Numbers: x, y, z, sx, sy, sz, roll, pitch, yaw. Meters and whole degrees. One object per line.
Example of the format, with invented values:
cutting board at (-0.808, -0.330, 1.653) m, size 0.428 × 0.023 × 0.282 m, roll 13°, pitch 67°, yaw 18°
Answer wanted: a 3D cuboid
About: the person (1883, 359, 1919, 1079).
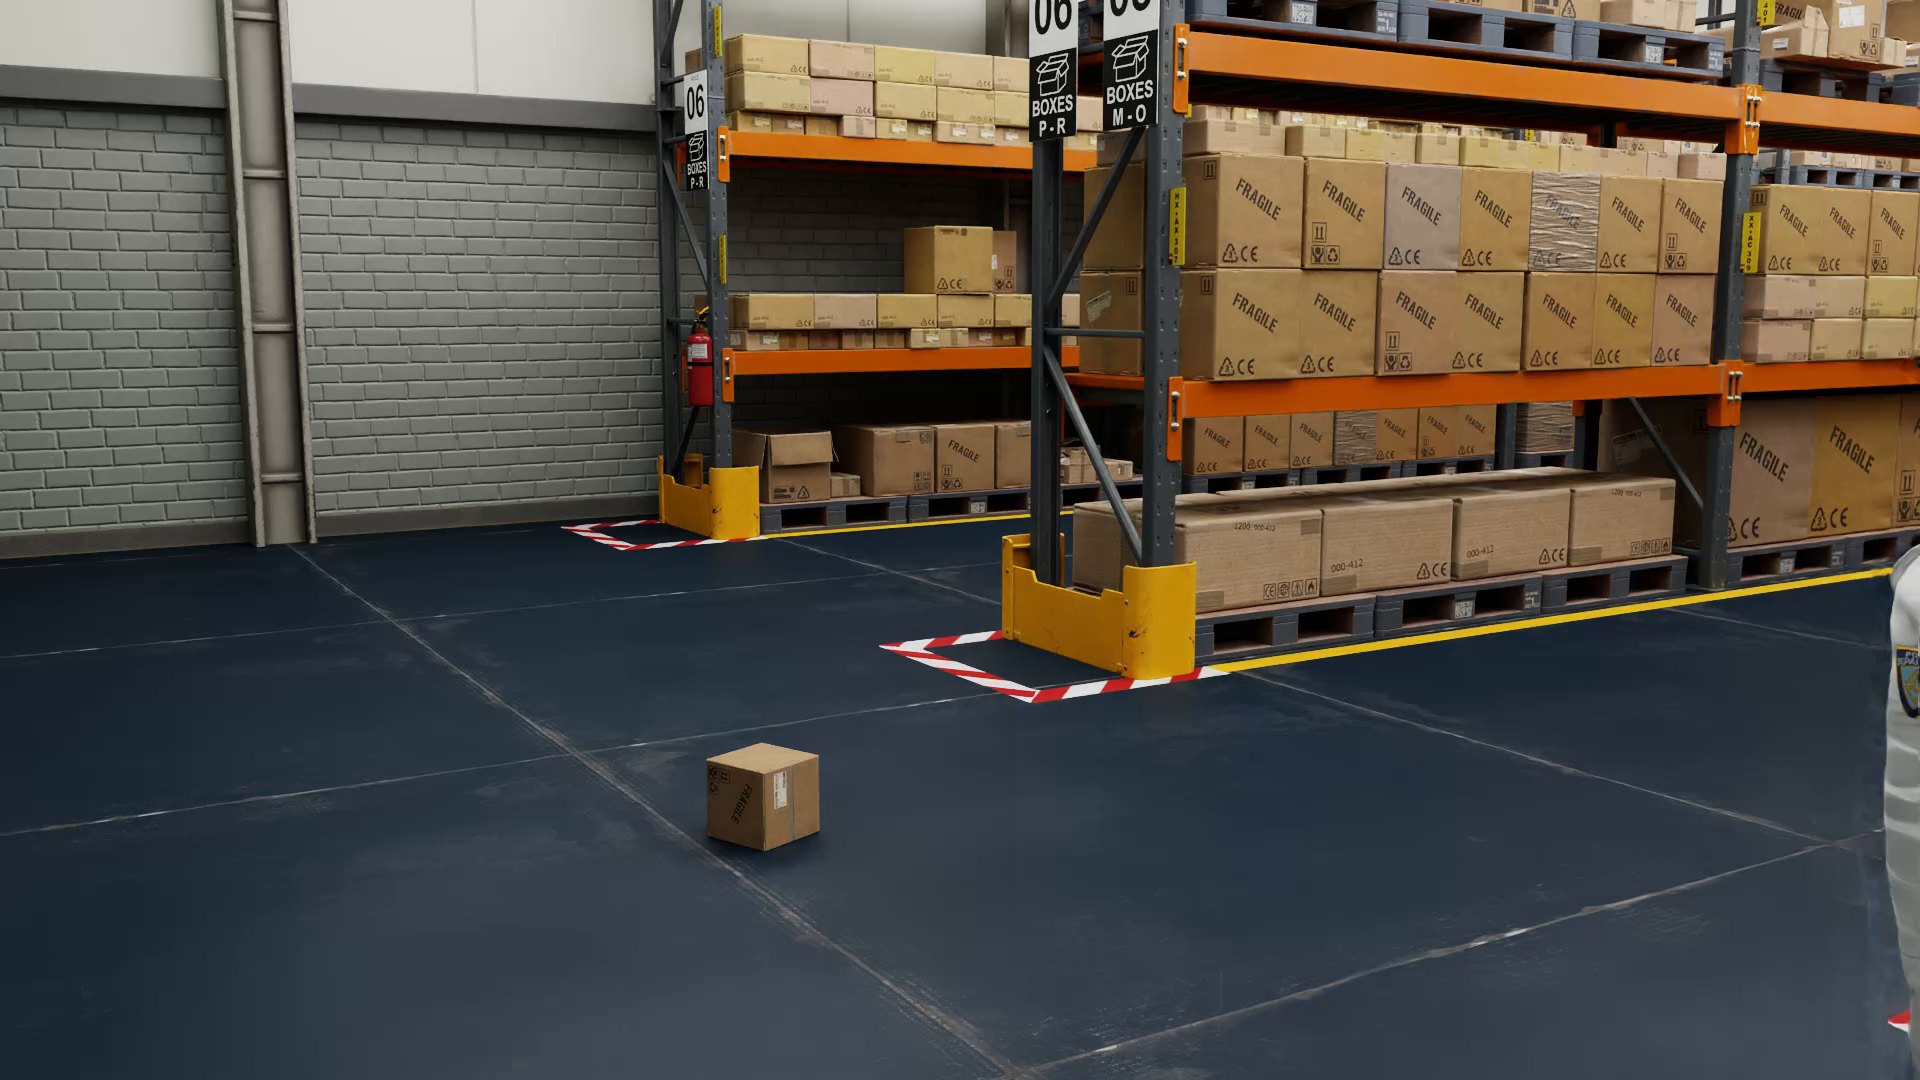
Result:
person at (1.364, 0.508, 2.137) m, size 0.481 × 1.668 × 0.680 m, roll -4°, pitch 9°, yaw -27°
